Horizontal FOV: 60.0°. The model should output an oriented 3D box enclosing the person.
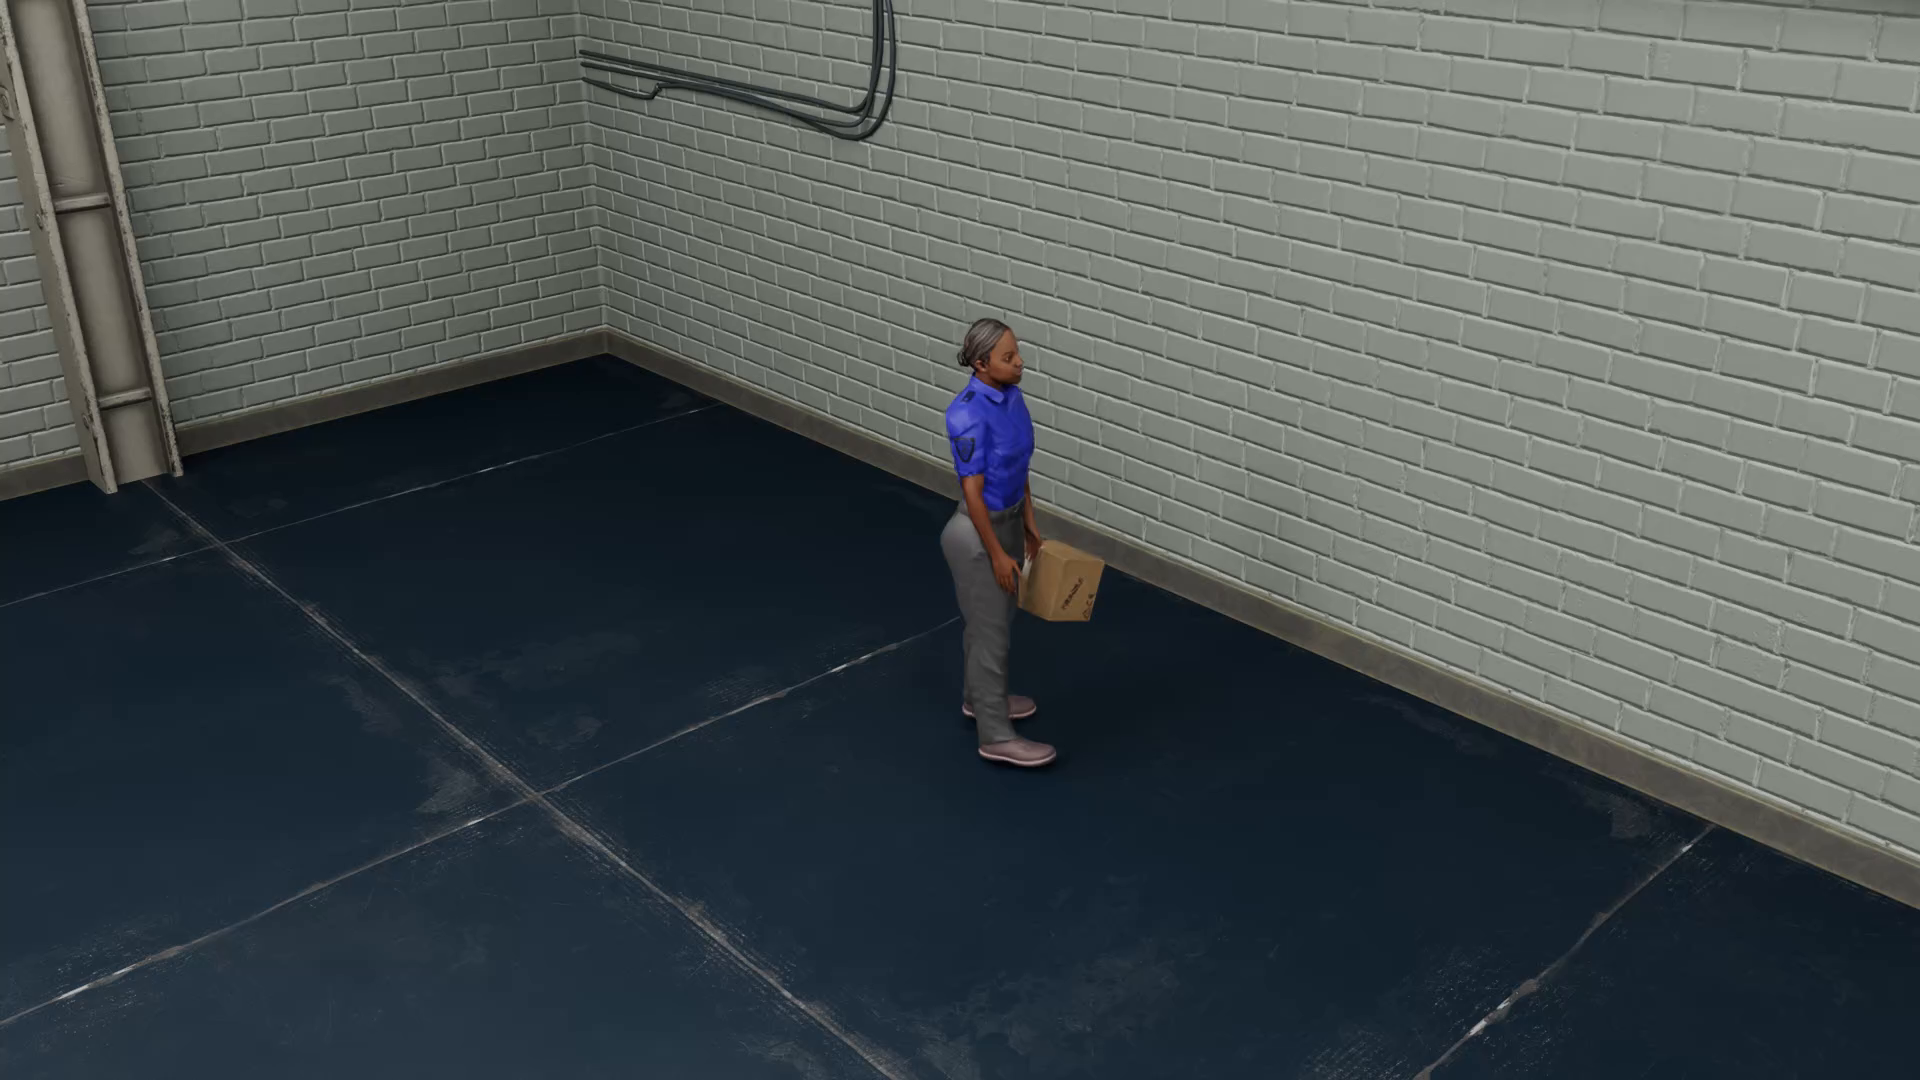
[{"bbox_3d":[0.195,0.003,6.056,0.474,1.663,0.496,10,26,22],"label":"person"}]
